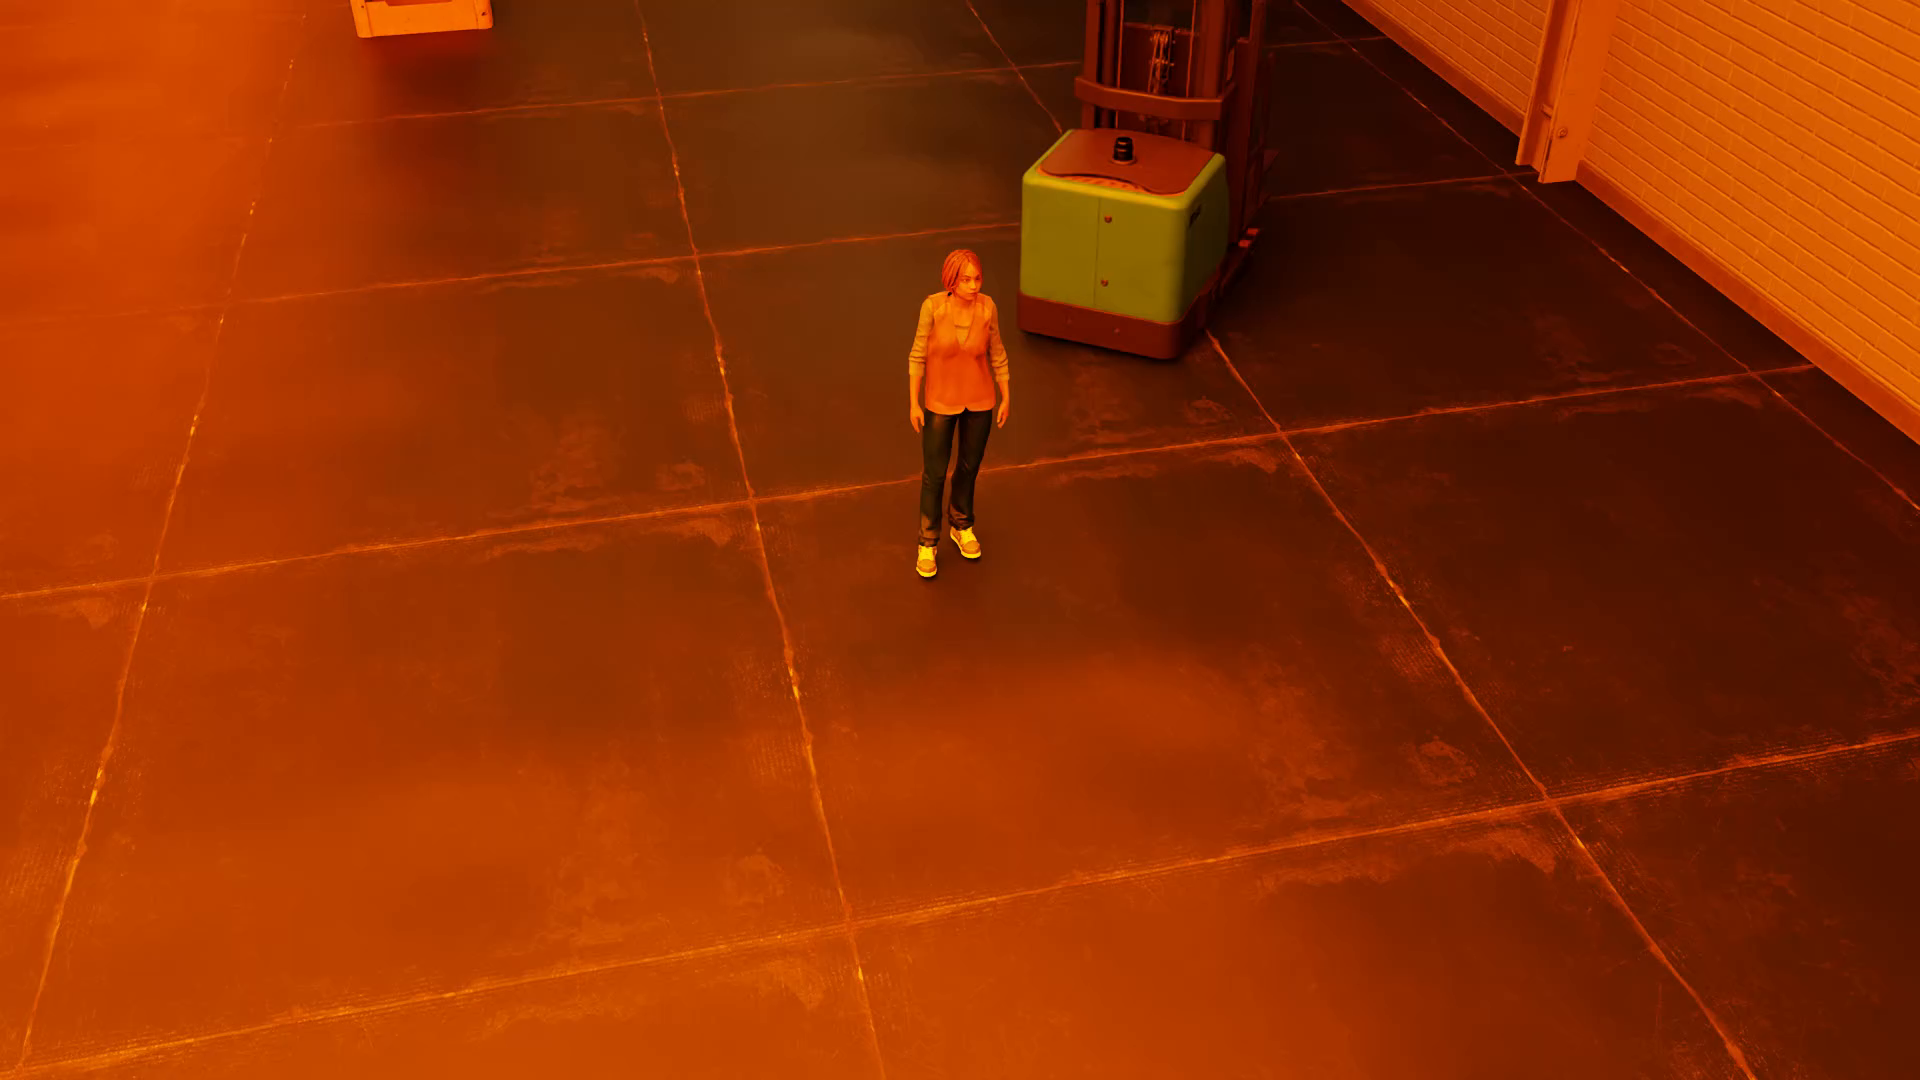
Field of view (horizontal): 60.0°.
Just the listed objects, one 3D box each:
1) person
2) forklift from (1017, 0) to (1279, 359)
[{"bbox_3d":[0.003,-0.610,8.027,0.519,1.598,0.475,-8,36,-11],"label":"person"},{"bbox_3d":[1.407,-3.123,10.390,1.130,2.935,3.031,14,38,19],"label":"forklift"}]
